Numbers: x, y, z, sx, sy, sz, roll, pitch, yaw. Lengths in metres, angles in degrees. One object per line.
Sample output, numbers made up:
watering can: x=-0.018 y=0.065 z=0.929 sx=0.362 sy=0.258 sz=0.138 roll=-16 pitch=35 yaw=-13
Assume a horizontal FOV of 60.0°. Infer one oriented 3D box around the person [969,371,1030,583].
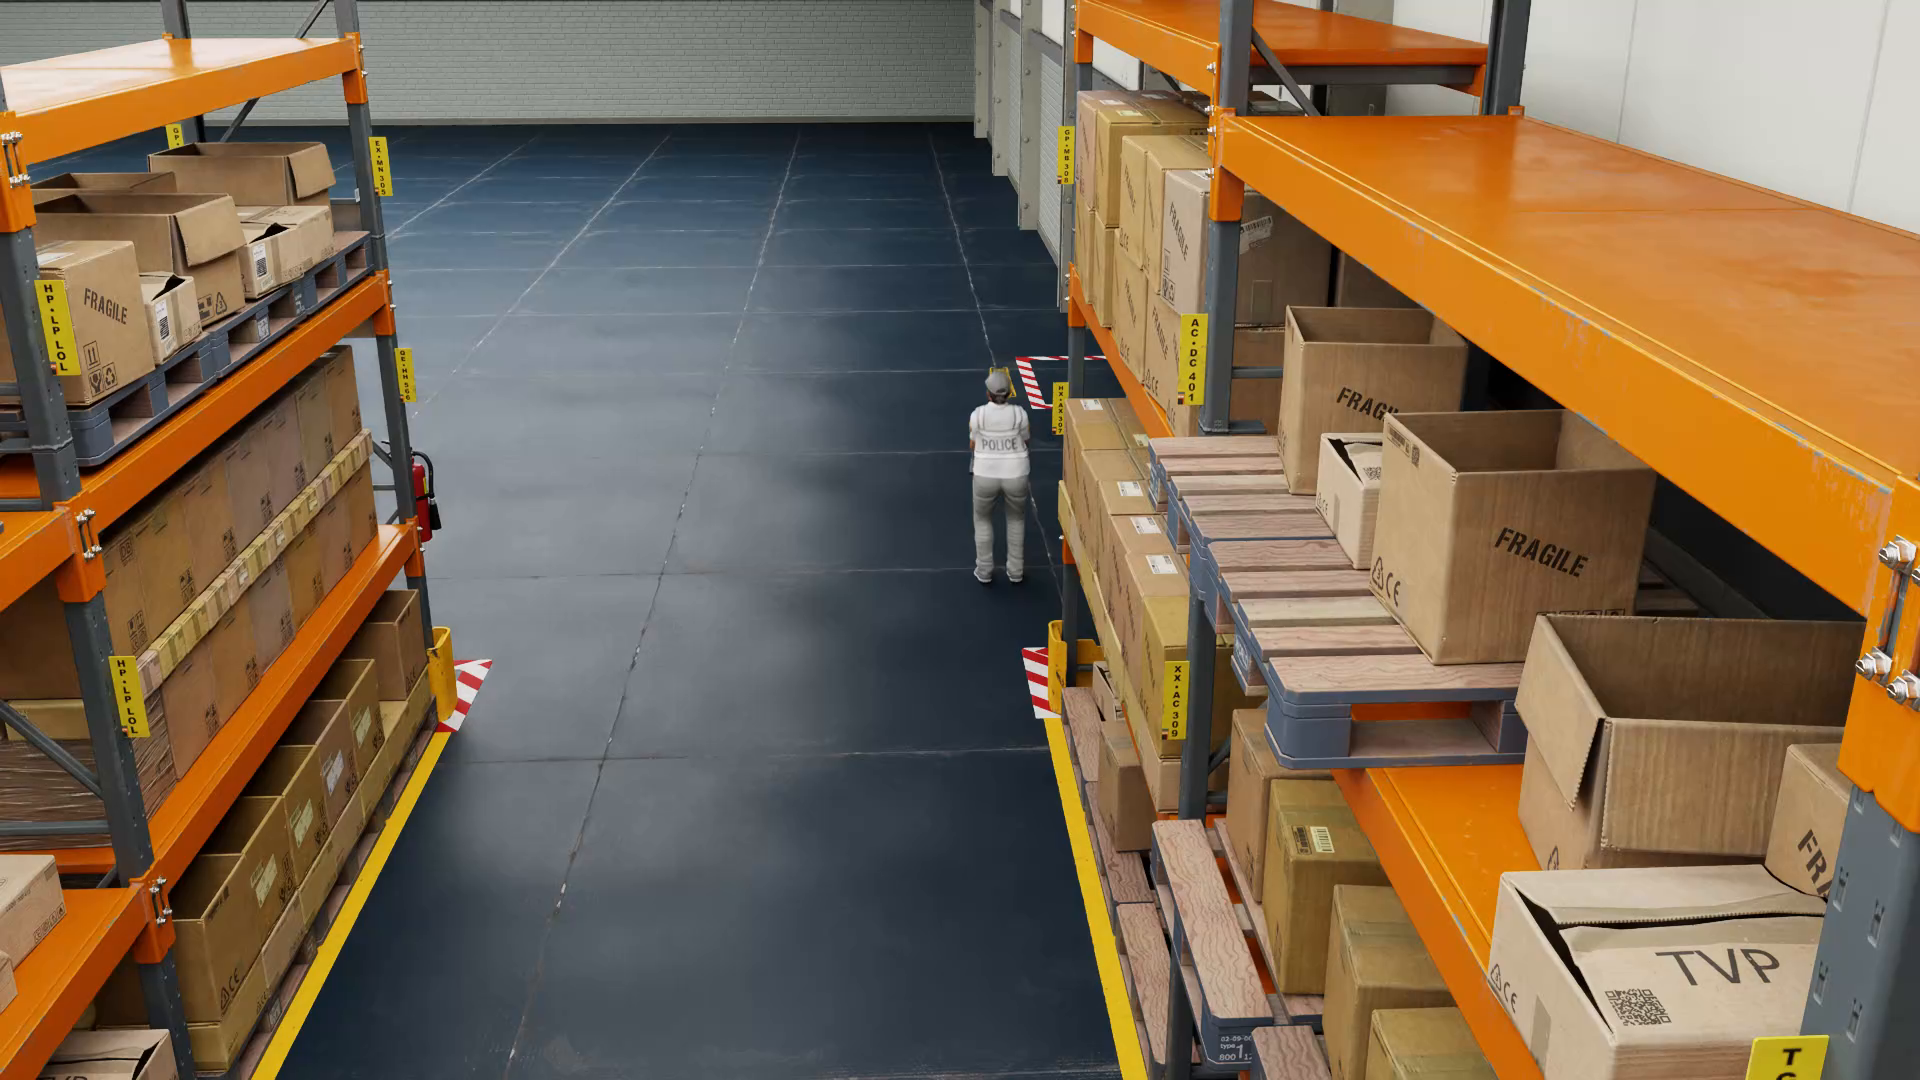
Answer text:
person: x=0.288 y=-0.485 z=12.384 sx=0.453 sy=1.653 sz=0.541 roll=-1 pitch=21 yaw=-2
